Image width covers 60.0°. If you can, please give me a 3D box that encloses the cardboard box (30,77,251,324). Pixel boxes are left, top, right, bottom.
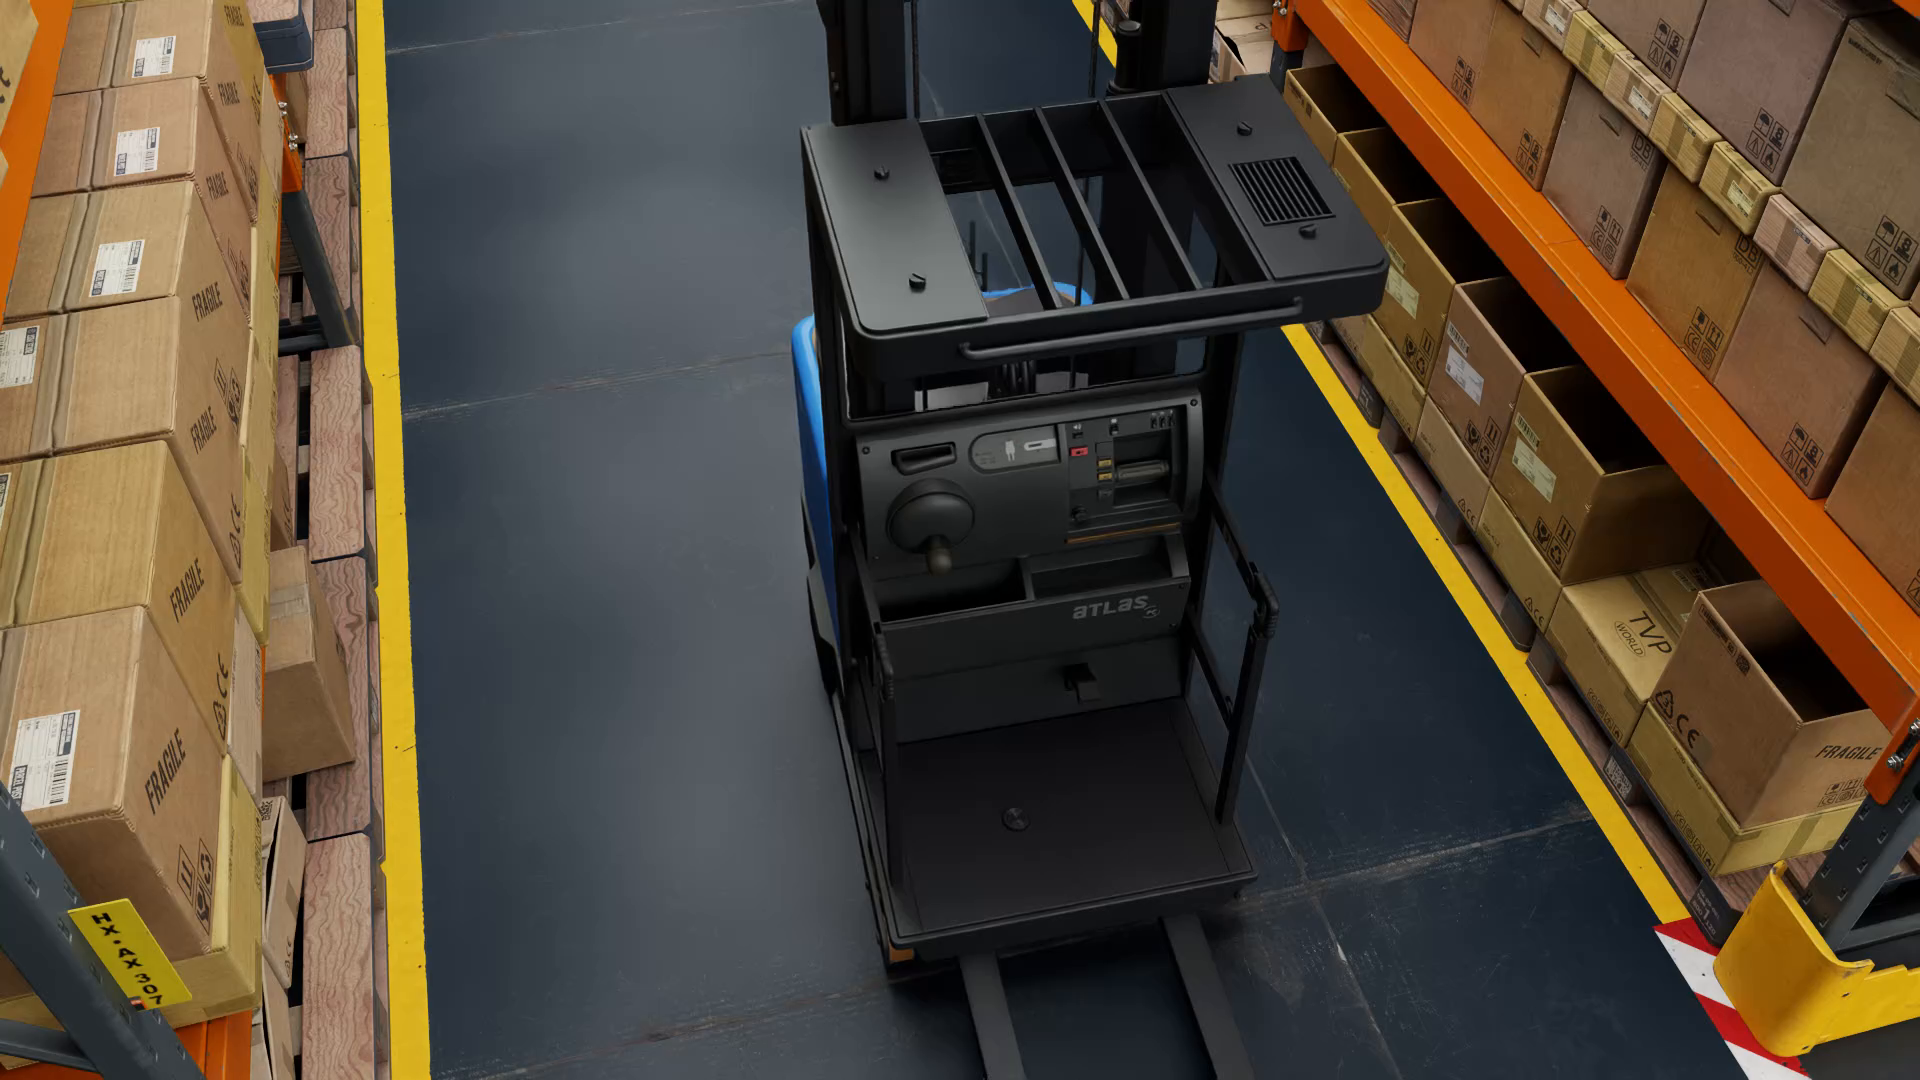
[{"bbox_3d":[-2.295,-0.899,4.597,0.500,0.500,0.500,-12,47,-11],"label":"cardboard box"}]

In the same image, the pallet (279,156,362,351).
[{"bbox_3d":[-3.167,-1.206,7.285,1.003,0.211,1.213,-11,47,-10],"label":"pallet"}]

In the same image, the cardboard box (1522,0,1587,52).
[{"bbox_3d":[2.036,-1.706,5.297,0.380,0.149,0.250,-12,47,-11],"label":"cardboard box"}]

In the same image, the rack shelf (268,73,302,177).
[{"bbox_3d":[-3.479,-2.774,7.372,1.077,0.370,4.000,-11,47,-10],"label":"rack shelf"}]

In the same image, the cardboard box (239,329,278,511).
[{"bbox_3d":[-2.159,-0.291,4.526,0.500,0.250,0.500,-10,46,-10],"label":"cardboard box"}]

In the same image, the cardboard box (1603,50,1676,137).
[{"bbox_3d":[2.164,-1.353,4.952,0.380,0.149,0.250,-11,47,-11],"label":"cardboard box"}]

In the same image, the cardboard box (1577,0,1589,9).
[{"bbox_3d":[2.199,-2.043,5.174,0.700,0.500,0.500,-11,47,-10],"label":"cardboard box"}]

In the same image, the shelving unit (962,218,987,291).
[{"bbox_3d":[-0.047,-0.587,5.985,0.258,1.200,0.189,-9,46,-9],"label":"shelving unit"}]

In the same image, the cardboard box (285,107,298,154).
[{"bbox_3d":[-3.352,-1.777,7.333,0.700,0.500,0.500,-12,47,-11],"label":"cardboard box"}]

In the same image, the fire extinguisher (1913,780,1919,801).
[{"bbox_3d":[2.426,0.402,3.810,0.296,0.674,0.183,-11,47,-10],"label":"fire extinguisher"}]

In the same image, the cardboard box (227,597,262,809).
[{"bbox_3d":[-1.907,0.411,3.838,0.500,0.250,0.500,-12,47,-12],"label":"cardboard box"}]

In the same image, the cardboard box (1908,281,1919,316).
[{"bbox_3d":[2.724,-0.642,3.801,0.700,0.500,0.500,-11,47,-10],"label":"cardboard box"}]

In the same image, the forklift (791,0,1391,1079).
[{"bbox_3d":[0.241,-0.059,4.256,1.130,2.935,3.031,-9,46,-9],"label":"forklift"}]

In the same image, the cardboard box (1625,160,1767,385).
[{"bbox_3d":[2.477,-0.857,4.920,0.700,0.500,0.500,-10,46,-10],"label":"cardboard box"}]

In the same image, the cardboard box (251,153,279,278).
[{"bbox_3d":[-2.433,-0.983,5.204,0.500,0.250,0.500,-11,47,-10],"label":"cardboard box"}]

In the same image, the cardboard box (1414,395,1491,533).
[{"bbox_3d":[2.027,-0.326,6.101,0.500,0.250,0.500,-11,47,-10],"label":"cardboard box"}]

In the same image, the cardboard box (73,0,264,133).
[{"bbox_3d":[-2.547,-1.592,5.276,0.500,0.500,0.500,-11,47,-10],"label":"cardboard box"}]

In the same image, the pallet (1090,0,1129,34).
[{"bbox_3d":[1.279,-2.923,8.967,1.003,0.211,1.213,-11,47,-10],"label":"pallet"}]

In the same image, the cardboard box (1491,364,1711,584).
[{"bbox_3d":[2.150,-0.243,5.494,0.500,0.500,0.500,-11,47,-10],"label":"cardboard box"}]

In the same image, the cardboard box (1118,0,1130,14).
[{"bbox_3d":[1.047,-3.026,8.746,0.500,0.250,0.500,-10,46,-10],"label":"cardboard box"}]

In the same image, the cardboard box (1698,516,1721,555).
[{"bbox_3d":[2.653,-0.338,5.587,0.500,0.500,0.500,-11,47,-10],"label":"cardboard box"}]

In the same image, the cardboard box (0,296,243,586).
[{"bbox_3d":[-2.017,-0.186,3.898,0.500,0.500,0.500,-12,47,-12],"label":"cardboard box"}]

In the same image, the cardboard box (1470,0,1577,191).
[{"bbox_3d":[2.207,-1.573,5.622,0.700,0.500,0.500,-10,46,-10],"label":"cardboard box"}]

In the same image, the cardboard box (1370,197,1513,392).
[{"bbox_3d":[1.893,-0.933,6.170,0.500,0.500,0.500,-11,47,-10],"label":"cardboard box"}]

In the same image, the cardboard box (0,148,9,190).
[{"bbox_3d":[-1.890,-0.629,2.582,0.500,0.500,0.500,-8,46,-8],"label":"cardboard box"}]

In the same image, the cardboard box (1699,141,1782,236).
[{"bbox_3d":[2.299,-0.995,4.601,0.380,0.149,0.250,-9,46,-9],"label":"cardboard box"}]

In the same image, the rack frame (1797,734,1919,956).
[{"bbox_3d":[2.845,0.208,3.946,1.000,3.000,0.127,-11,47,-10],"label":"rack frame"}]

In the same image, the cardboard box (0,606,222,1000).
[{"bbox_3d":[-1.774,0.515,3.211,0.500,0.500,0.500,-11,47,-10],"label":"cardboard box"}]

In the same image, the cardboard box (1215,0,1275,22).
[{"bbox_3d":[1.301,-2.520,7.858,0.500,0.311,0.500,-10,46,-9],"label":"cardboard box"}]

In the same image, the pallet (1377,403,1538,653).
[{"bbox_3d":[2.300,-0.177,6.276,1.003,0.211,1.213,-11,47,-10],"label":"pallet"}]

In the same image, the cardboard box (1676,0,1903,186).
[{"bbox_3d":[2.455,-1.352,4.497,0.700,0.500,0.500,-11,47,-10],"label":"cardboard box"}]

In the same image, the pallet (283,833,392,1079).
[{"bbox_3d":[-2.136,1.473,4.659,1.003,0.211,1.213,-11,47,-10],"label":"pallet"}]

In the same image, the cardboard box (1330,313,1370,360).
[{"bbox_3d":[1.770,-1.016,6.777,0.500,0.250,0.500,-11,47,-10],"label":"cardboard box"}]

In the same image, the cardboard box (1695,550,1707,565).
[{"bbox_3d":[2.664,-0.077,5.857,0.500,0.250,0.500,-11,47,-10],"label":"cardboard box"}]

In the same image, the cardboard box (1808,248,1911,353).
[{"bbox_3d":[2.429,-0.640,4.253,0.380,0.149,0.250,-11,47,-11],"label":"cardboard box"}]

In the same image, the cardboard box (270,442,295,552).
[{"bbox_3d":[-2.662,-0.215,5.803,0.500,0.500,0.500,-14,47,-13],"label":"cardboard box"}]

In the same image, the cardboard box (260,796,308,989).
[{"bbox_3d":[-2.179,1.016,4.729,0.500,0.311,0.500,-7,46,-7],"label":"cardboard box"}]

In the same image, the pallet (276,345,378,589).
[{"bbox_3d":[-2.760,-0.212,6.310,1.003,0.211,1.213,-11,47,-10],"label":"pallet"}]

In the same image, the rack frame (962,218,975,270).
[{"bbox_3d":[-0.066,-0.651,6.048,0.240,1.200,0.006,-9,46,-9],"label":"rack frame"}]

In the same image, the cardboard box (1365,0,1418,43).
[{"bbox_3d":[1.941,-2.283,6.317,0.700,0.500,0.500,-12,47,-11],"label":"cardboard box"}]

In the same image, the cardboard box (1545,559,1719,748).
[{"bbox_3d":[2.283,0.364,5.424,0.500,0.250,0.500,-11,47,-10],"label":"cardboard box"}]

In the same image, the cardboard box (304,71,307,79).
[{"bbox_3d":[-3.582,-2.484,8.026,0.700,0.500,0.500,-11,47,-11],"label":"cardboard box"}]

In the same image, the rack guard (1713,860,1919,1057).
[{"bbox_3d":[2.851,1.100,4.822,1.175,0.500,0.348,-11,47,-10],"label":"rack guard"}]

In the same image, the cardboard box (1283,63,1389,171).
[{"bbox_3d":[1.637,-1.623,6.847,0.500,0.500,0.500,-11,47,-10],"label":"cardboard box"}]

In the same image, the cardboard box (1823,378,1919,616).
[{"bbox_3d":[2.738,-0.152,4.228,0.700,0.500,0.500,-11,47,-10],"label":"cardboard box"}]

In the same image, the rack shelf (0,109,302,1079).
[{"bbox_3d":[-2.455,-0.013,4.666,1.077,0.370,4.000,-11,47,-10],"label":"rack shelf"}]

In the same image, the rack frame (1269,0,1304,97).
[{"bbox_3d":[1.821,-2.554,6.652,1.000,3.000,0.127,-11,47,-10],"label":"rack frame"}]
